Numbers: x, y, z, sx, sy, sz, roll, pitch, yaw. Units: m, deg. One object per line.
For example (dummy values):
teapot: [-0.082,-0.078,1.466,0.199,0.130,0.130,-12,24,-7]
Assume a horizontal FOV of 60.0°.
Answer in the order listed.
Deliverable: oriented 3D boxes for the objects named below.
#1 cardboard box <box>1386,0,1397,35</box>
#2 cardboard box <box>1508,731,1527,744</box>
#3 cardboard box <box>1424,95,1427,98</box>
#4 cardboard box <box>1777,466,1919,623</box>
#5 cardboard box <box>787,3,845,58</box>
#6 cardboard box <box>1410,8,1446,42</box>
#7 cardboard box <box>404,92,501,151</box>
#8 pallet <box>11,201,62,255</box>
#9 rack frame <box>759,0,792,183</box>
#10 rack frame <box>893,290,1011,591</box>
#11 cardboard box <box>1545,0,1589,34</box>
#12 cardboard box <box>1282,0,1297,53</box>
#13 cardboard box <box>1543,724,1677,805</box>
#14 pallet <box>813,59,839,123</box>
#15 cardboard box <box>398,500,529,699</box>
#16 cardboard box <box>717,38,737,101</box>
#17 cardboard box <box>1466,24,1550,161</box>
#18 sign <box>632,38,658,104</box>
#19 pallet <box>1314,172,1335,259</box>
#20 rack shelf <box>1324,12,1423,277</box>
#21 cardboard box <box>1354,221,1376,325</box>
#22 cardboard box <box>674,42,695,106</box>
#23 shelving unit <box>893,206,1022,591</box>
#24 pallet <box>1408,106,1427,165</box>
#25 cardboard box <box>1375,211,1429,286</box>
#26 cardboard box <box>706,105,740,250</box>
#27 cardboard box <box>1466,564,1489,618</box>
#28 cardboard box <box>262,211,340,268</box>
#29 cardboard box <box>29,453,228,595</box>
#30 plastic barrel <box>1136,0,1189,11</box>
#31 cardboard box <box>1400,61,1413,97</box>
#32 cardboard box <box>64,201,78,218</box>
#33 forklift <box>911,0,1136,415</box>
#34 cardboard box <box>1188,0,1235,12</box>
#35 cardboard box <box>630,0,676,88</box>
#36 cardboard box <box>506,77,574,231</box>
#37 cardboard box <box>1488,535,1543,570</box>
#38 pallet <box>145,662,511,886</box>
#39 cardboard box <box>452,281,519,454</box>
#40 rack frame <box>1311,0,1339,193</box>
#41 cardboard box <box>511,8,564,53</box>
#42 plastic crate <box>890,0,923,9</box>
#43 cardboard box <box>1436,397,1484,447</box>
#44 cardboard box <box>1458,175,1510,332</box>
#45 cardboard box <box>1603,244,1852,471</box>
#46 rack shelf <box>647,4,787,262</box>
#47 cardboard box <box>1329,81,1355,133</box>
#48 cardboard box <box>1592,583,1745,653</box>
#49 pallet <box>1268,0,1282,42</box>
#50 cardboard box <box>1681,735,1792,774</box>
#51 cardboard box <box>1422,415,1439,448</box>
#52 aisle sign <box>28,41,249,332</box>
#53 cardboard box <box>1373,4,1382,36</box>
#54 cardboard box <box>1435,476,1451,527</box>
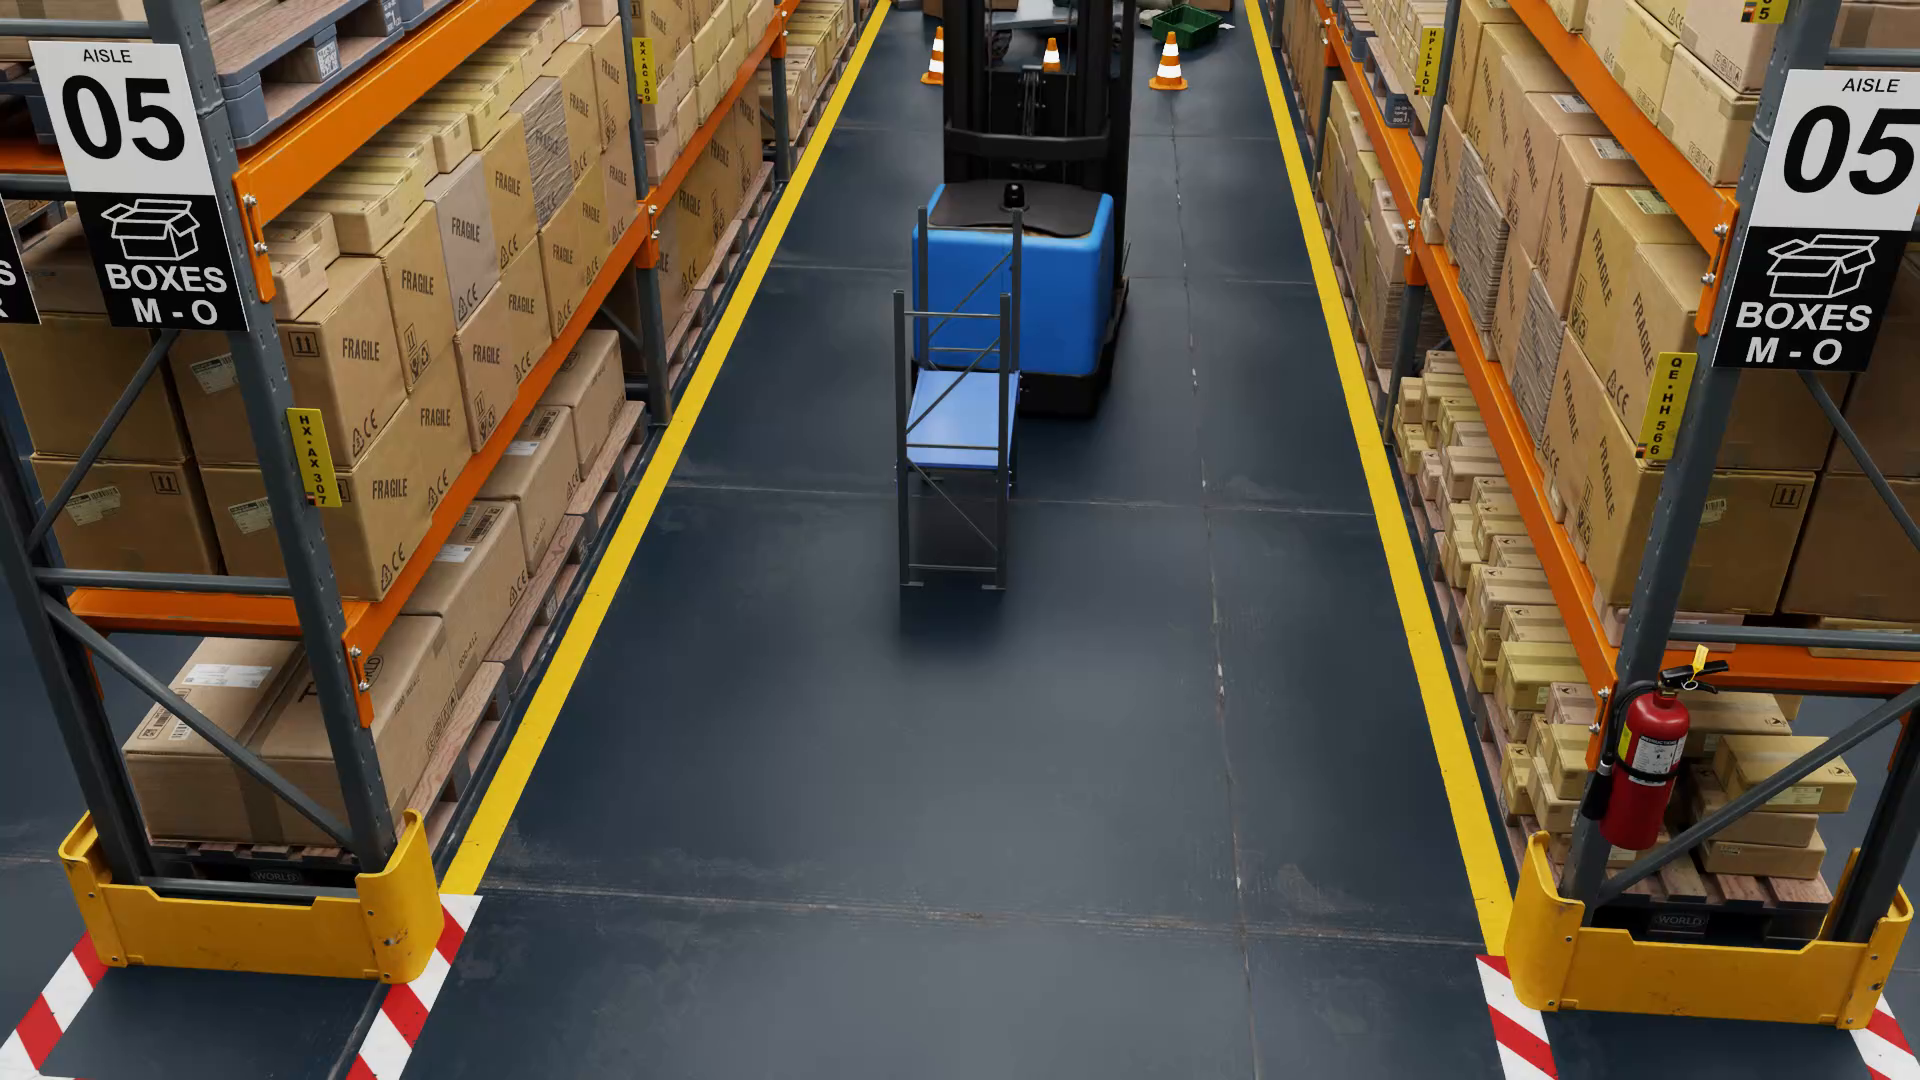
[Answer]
cardboard box: [2.804,-3.169,10.089,0.380,0.149,0.250,2,32,4]
cardboard box: [2.358,0.772,6.454,0.380,0.149,0.250,2,32,4]
cardboard box: [2.700,-2.479,8.969,0.380,0.149,0.250,4,32,6]
cardboard box: [2.807,-0.097,5.170,0.500,0.500,0.500,4,32,6]
cardboard box: [-1.565,-4.548,14.875,0.950,0.372,0.625,4,32,7]
cardboard box: [2.748,-2.881,9.338,0.380,0.149,0.250,1,32,2]
cardboard box: [-1.974,-1.591,6.306,0.380,0.149,0.250,2,32,3]
pallet: [-6.943,-2.045,11.367,1.003,0.211,1.213,2,32,4]
rack frame: [-1.795,-4.047,11.958,1.000,3.000,0.127,2,32,4]
rack frame: [-0.034,-0.417,7.498,0.500,1.500,0.032,2,32,4]
cardboard box: [2.380,-1.972,5.875,0.500,0.250,0.500,4,32,6]
cardboard box: [3.511,-4.872,15.041,1.050,0.750,0.750,2,32,4]
cardboard box: [2.286,0.789,5.861,0.380,0.149,0.250,3,32,5]
pallet: [-1.628,-3.904,14.384,1.003,0.211,1.213,2,32,4]
cardboard box: [-2.426,0.220,7.076,0.875,0.438,0.875,3,32,5]
cardboard box: [-1.674,-2.909,10.254,0.500,0.250,0.500,2,32,3]
cardboard box: [2.514,-1.894,7.133,0.500,0.500,0.500,2,32,2]
sign: [-1.568,-2.335,8.278,0.100,0.325,0.005,2,32,4]
pallet: [3.081,-2.293,11.769,1.003,0.211,1.213,2,32,4]
rack shelf: [2.984,-2.536,10.192,1.077,0.370,4.000,2,32,4]
cardboard box: [2.672,-1.577,9.933,0.500,0.500,0.500,2,32,3]
cardboard box: [-1.790,-2.596,9.270,0.500,0.250,0.500,3,32,5]
shelving unit: [0.007,-0.683,7.929,0.538,1.500,1.048,2,32,4]
pallet: [3.028,-2.108,8.995,1.003,0.211,1.213,2,32,4]
cardboard box: [2.630,-1.631,9.305,0.500,0.250,0.500,2,32,3]
cardboard box: [-2.011,-2.497,11.068,0.875,0.875,0.875,3,32,5]
cardboard box: [2.363,0.239,7.037,0.380,0.149,0.250,4,32,6]
cardboard box: [-2.191,-0.922,5.220,0.380,0.149,0.250,3,32,5]
cardboard box: [-2.671,-0.170,5.571,0.500,0.500,0.500,3,32,4]
plastic barrel: [2.036,-5.542,16.839,0.512,0.421,0.421,27,41,37]
cardboard box: [2.736,-2.627,9.493,0.380,0.149,0.250,1,32,2]
cardboard box: [-2.683,-1.076,5.471,0.380,0.149,0.250,2,32,4]
forklift: [0.488,-2.702,9.841,1.130,2.935,3.031,5,32,8]
cardboard box: [2.576,-5.772,17.138,0.500,0.500,0.500,8,32,12]
cardboard box: [-1.799,-2.641,8.628,0.500,0.500,0.500,3,32,5]
cardboard box: [-1.966,-1.633,6.993,0.500,0.500,0.500,3,32,5]
cardboard box: [2.441,0.111,6.961,0.380,0.149,0.250,1,32,2]
pallet: [-2.459,0.902,6.585,1.003,0.211,1.213,2,32,4]
cardboard box: [-2.049,-0.676,6.392,0.500,0.500,0.500,2,32,4]
rack frame: [3.147,-3.888,11.700,1.000,3.000,0.127,2,32,4]
cardboard box: [-1.989,-2.262,7.394,0.380,0.149,0.250,2,32,4]
plastic crate: [-0.525,-5.681,17.393,0.402,0.080,0.583,-8,33,-13]
cardboard box: [2.533,-0.568,8.062,0.380,0.149,0.250,2,32,3]
cardboard box: [2.419,-1.197,6.954,0.500,0.500,0.500,2,32,3]
cardboard box: [2.285,-0.550,4.951,0.500,0.500,0.500,2,32,3]
rack shelf: [-1.958,-2.695,10.449,1.077,0.370,4.000,2,32,4]
cardboard box: [2.849,-2.972,11.481,0.500,0.250,0.500,1,32,2]
cardboard box: [2.240,0.219,5.274,0.380,0.149,0.250,2,32,4]
pallet: [3.612,-5.187,16.466,1.003,0.211,1.213,2,32,4]
cardboard box: [2.872,0.799,6.127,0.380,0.149,0.250,2,32,4]
cardboard box: [2.541,-0.576,8.360,0.380,0.149,0.250,3,32,4]
aisle sign: [-2.163,-0.920,4.406,0.394,0.787,0.004,2,32,4]
cardboard box: [2.845,-3.312,10.605,0.380,0.149,0.250,4,32,6]
cardboard box: [2.510,-0.179,7.998,0.380,0.149,0.250,2,32,3]
